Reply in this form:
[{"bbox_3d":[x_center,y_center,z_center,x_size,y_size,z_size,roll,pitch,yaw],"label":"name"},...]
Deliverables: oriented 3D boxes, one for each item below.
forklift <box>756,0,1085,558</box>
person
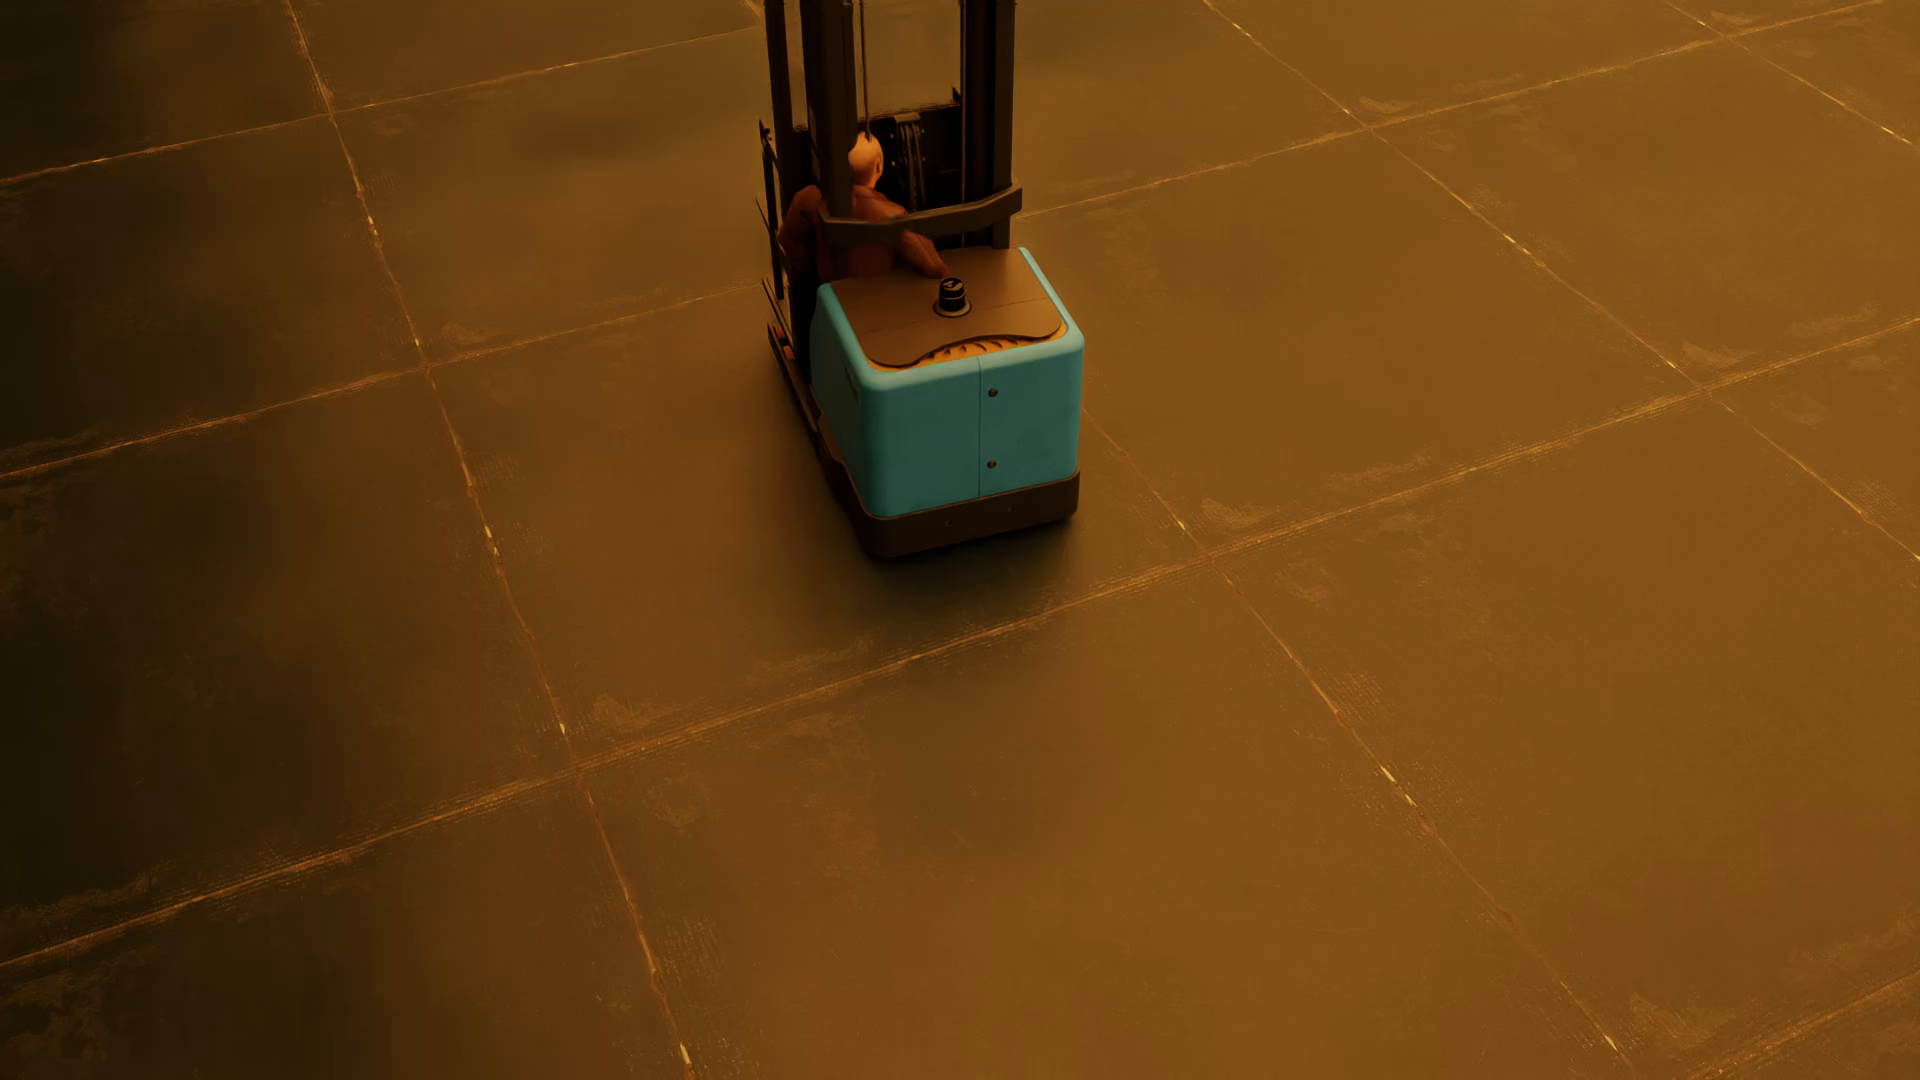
[{"bbox_3d":[-0.385,-2.010,7.834,1.130,2.935,3.031,-13,45,-13],"label":"forklift"},{"bbox_3d":[-0.358,-1.114,7.935,0.896,1.512,0.600,19,46,19],"label":"person"}]
